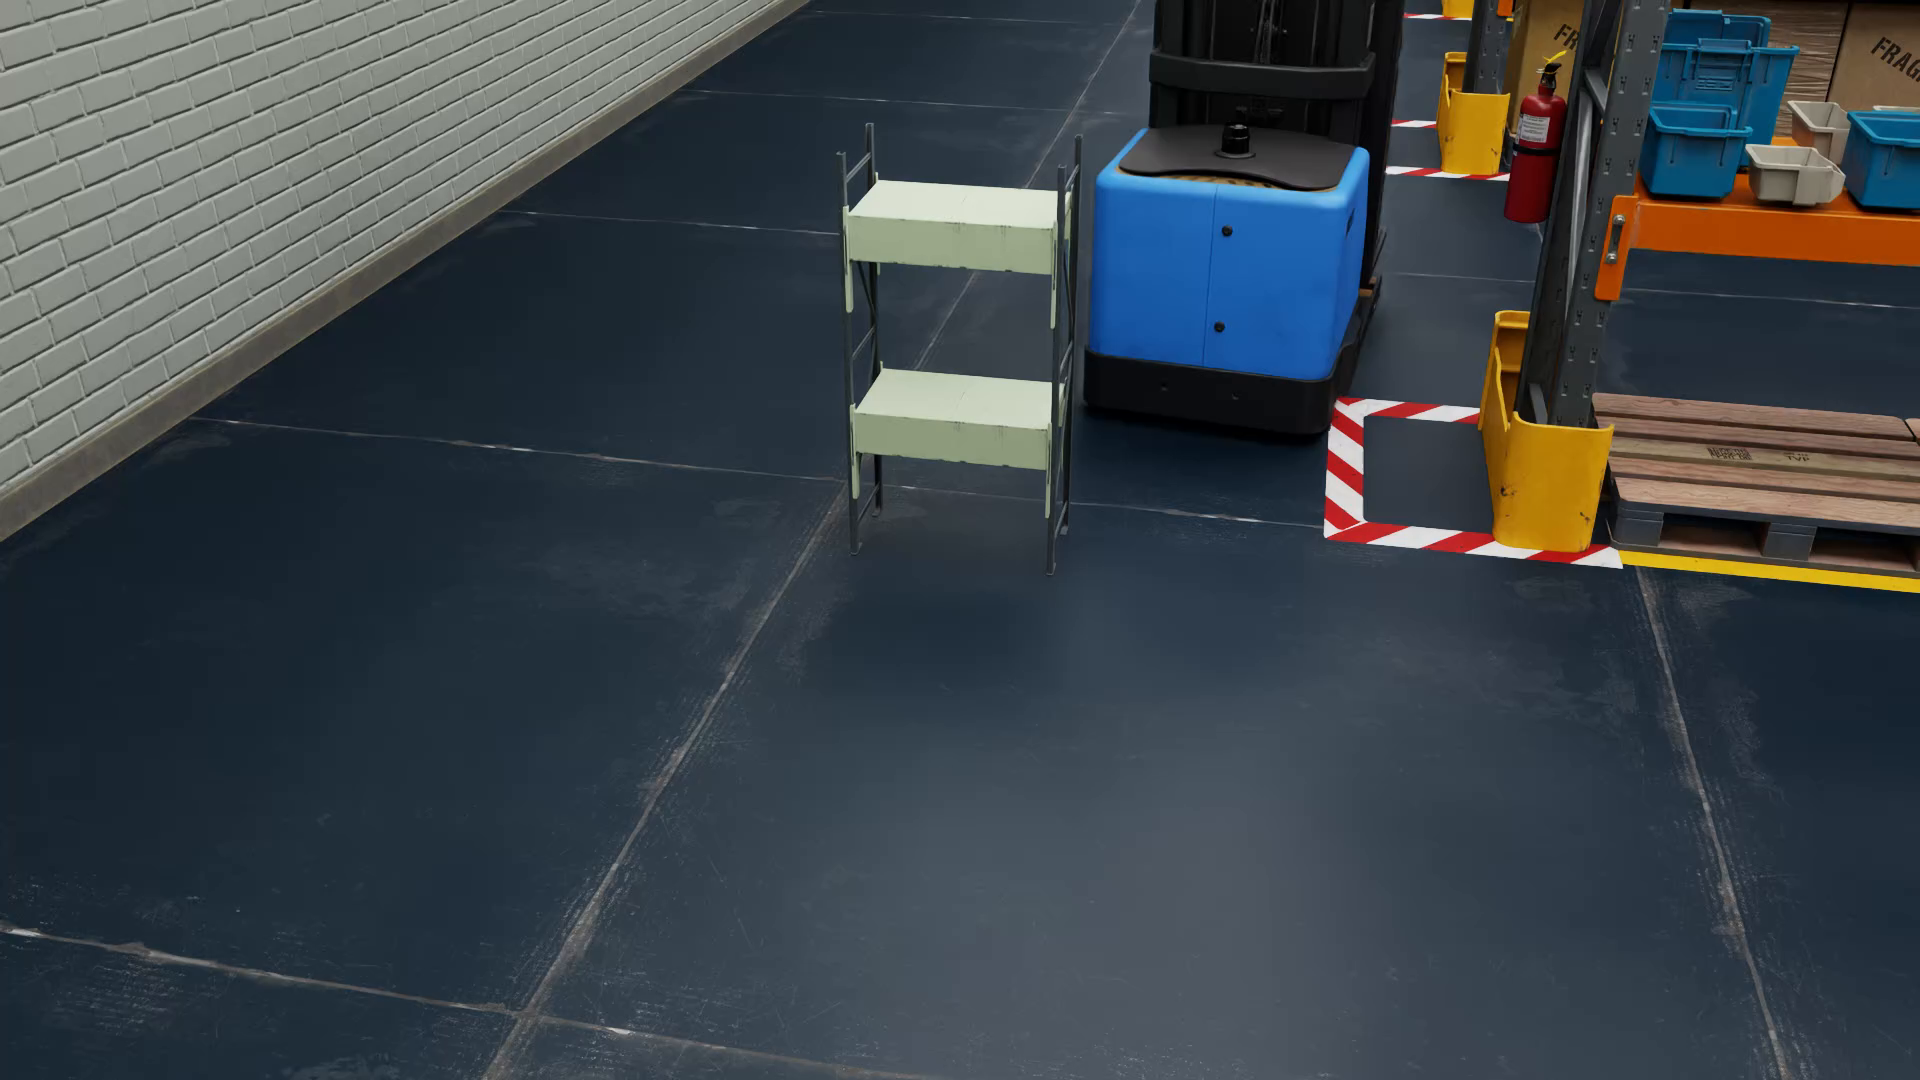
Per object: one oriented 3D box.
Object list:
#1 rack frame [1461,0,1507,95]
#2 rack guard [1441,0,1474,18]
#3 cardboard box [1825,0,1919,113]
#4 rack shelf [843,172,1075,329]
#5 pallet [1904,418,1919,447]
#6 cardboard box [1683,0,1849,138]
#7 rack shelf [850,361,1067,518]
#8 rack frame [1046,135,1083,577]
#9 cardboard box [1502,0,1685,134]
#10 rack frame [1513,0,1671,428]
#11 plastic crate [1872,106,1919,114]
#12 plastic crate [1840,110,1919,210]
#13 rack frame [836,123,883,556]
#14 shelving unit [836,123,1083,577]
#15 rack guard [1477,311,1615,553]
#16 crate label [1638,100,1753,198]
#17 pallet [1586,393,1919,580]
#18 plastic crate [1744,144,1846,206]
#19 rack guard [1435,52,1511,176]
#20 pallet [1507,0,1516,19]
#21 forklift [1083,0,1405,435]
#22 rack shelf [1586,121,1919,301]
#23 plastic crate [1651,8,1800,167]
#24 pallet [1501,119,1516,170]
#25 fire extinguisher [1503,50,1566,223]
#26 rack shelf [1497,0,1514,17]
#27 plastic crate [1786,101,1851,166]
[{"bbox_3d":[3.348,-3.882,10.217,0.127,3.000,1.000,6,29,11],"label":"rack frame"},{"bbox_3d":[4.557,-5.097,15.039,0.348,0.500,1.175,6,29,11],"label":"rack guard"},{"bbox_3d":[5.751,-2.927,10.248,0.875,0.875,0.875,6,29,11],"label":"cardboard box"},{"bbox_3d":[0.007,-1.000,5.701,0.720,0.370,0.431,6,29,11],"label":"rack shelf"},{"bbox_3d":[4.302,-0.108,6.228,1.213,0.211,1.003,6,29,11],"label":"pallet"},{"bbox_3d":[4.881,-3.016,10.411,0.875,0.875,0.875,6,29,11],"label":"cardboard box"},{"bbox_3d":[0.007,-0.371,6.045,0.720,0.370,0.431,6,29,11],"label":"rack shelf"},{"bbox_3d":[0.364,-0.620,5.822,0.023,1.500,0.400,6,29,11],"label":"rack frame"},{"bbox_3d":[3.991,-3.107,10.577,0.875,0.875,0.875,6,29,11],"label":"cardboard box"},{"bbox_3d":[2.314,-1.556,5.968,0.127,3.000,1.000,6,29,11],"label":"rack frame"},{"bbox_3d":[3.429,-1.434,5.957,0.243,0.136,0.396,6,29,11],"label":"plastic crate"},{"bbox_3d":[3.130,-1.263,5.545,0.300,0.233,0.416,6,29,11],"label":"plastic crate"},{"bbox_3d":[-0.351,-0.694,5.956,0.023,1.500,0.400,6,29,11],"label":"rack frame"},{"bbox_3d":[0.007,-0.657,5.889,0.755,1.500,0.431,6,29,11],"label":"shelving unit"},{"bbox_3d":[2.288,-0.455,6.561,0.348,0.500,1.175,6,29,11],"label":"rack guard"},{"bbox_3d":[2.486,-1.329,5.666,0.303,0.233,0.416,6,29,11],"label":"crate label"},{"bbox_3d":[3.112,-0.232,6.453,1.213,0.211,1.003,6,29,11],"label":"pallet"},{"bbox_3d":[2.783,-1.216,5.559,0.298,0.136,0.250,6,29,11],"label":"plastic crate"},{"bbox_3d":[3.325,-2.788,10.821,0.348,0.500,1.175,6,29,11],"label":"rack guard"},{"bbox_3d":[5.344,-4.872,14.929,1.213,0.211,1.003,6,29,11],"label":"pallet"},{"bbox_3d":[1.489,-2.414,7.607,1.130,2.935,3.031,9,30,16],"label":"forklift"},{"bbox_3d":[4.270,-1.040,5.774,4.000,0.370,1.077,6,29,11],"label":"rack shelf"},{"bbox_3d":[2.680,-1.652,6.044,0.499,0.435,0.616,6,29,11],"label":"plastic crate"},{"bbox_3d":[4.146,-2.615,10.807,1.213,0.211,1.003,6,29,11],"label":"pallet"},{"bbox_3d":[2.261,-1.587,6.493,0.183,0.674,0.296,6,29,11],"label":"fire extinguisher"},{"bbox_3d":[5.304,-3.366,10.023,4.000,0.370,1.077,6,29,11],"label":"rack shelf"},{"bbox_3d":[3.149,-1.470,6.023,0.243,0.136,0.396,6,29,11],"label":"plastic crate"}]
